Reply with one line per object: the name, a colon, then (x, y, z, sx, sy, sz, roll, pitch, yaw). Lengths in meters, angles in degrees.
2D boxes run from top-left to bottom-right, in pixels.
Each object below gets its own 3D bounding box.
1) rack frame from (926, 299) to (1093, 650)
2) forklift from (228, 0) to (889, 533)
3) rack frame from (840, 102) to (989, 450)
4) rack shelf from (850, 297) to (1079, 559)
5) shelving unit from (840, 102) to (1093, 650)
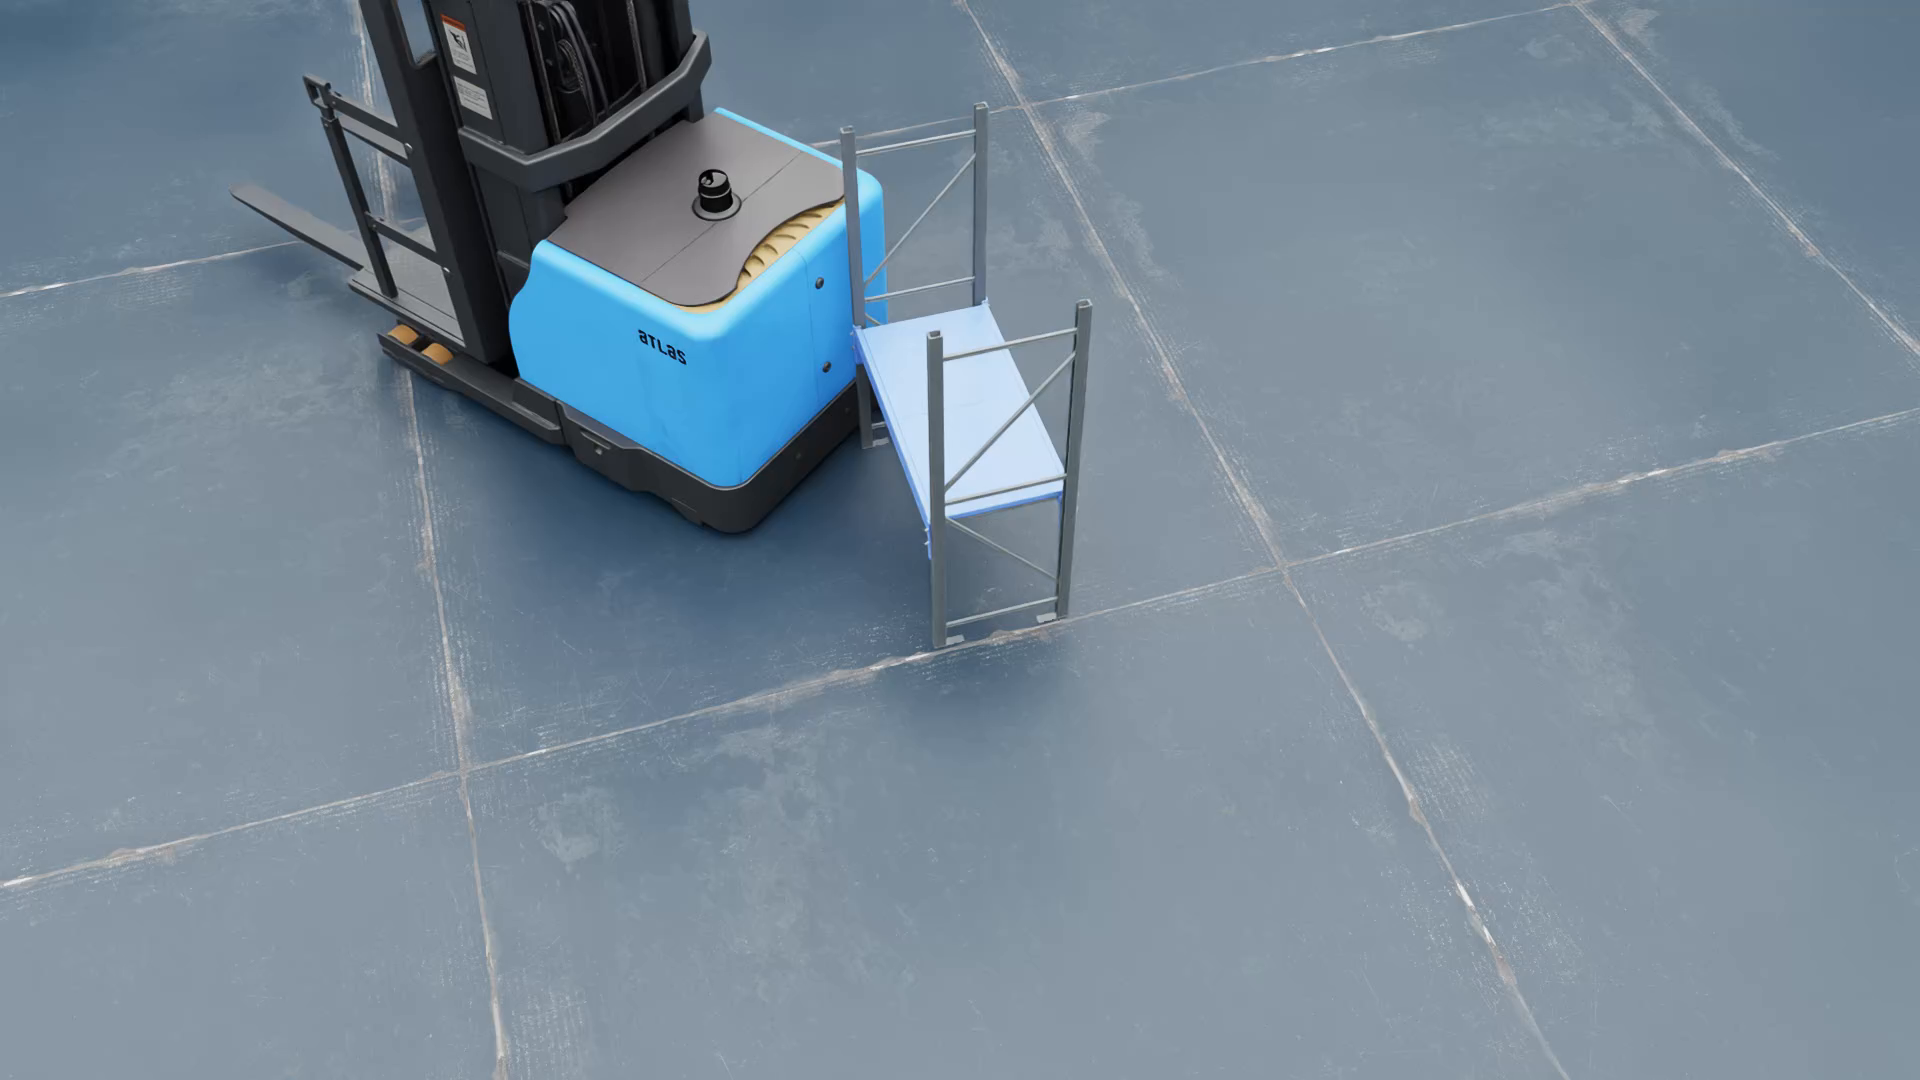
rack frame: (0.146, -0.160, 5.404, 0.500, 1.500, 0.032, -13, 51, -11)
forklift: (-1.762, -1.883, 5.921, 3.031, 2.935, 1.130, 28, 55, 22)
rack frame: (-0.148, -0.904, 6.031, 0.500, 1.500, 0.032, -13, 51, -11)
rack shelf: (-0.001, -0.416, 5.855, 0.538, 0.185, 1.000, -13, 51, -11)
shelving unit: (-0.001, -0.532, 5.717, 0.538, 1.500, 1.048, -13, 51, -11)
